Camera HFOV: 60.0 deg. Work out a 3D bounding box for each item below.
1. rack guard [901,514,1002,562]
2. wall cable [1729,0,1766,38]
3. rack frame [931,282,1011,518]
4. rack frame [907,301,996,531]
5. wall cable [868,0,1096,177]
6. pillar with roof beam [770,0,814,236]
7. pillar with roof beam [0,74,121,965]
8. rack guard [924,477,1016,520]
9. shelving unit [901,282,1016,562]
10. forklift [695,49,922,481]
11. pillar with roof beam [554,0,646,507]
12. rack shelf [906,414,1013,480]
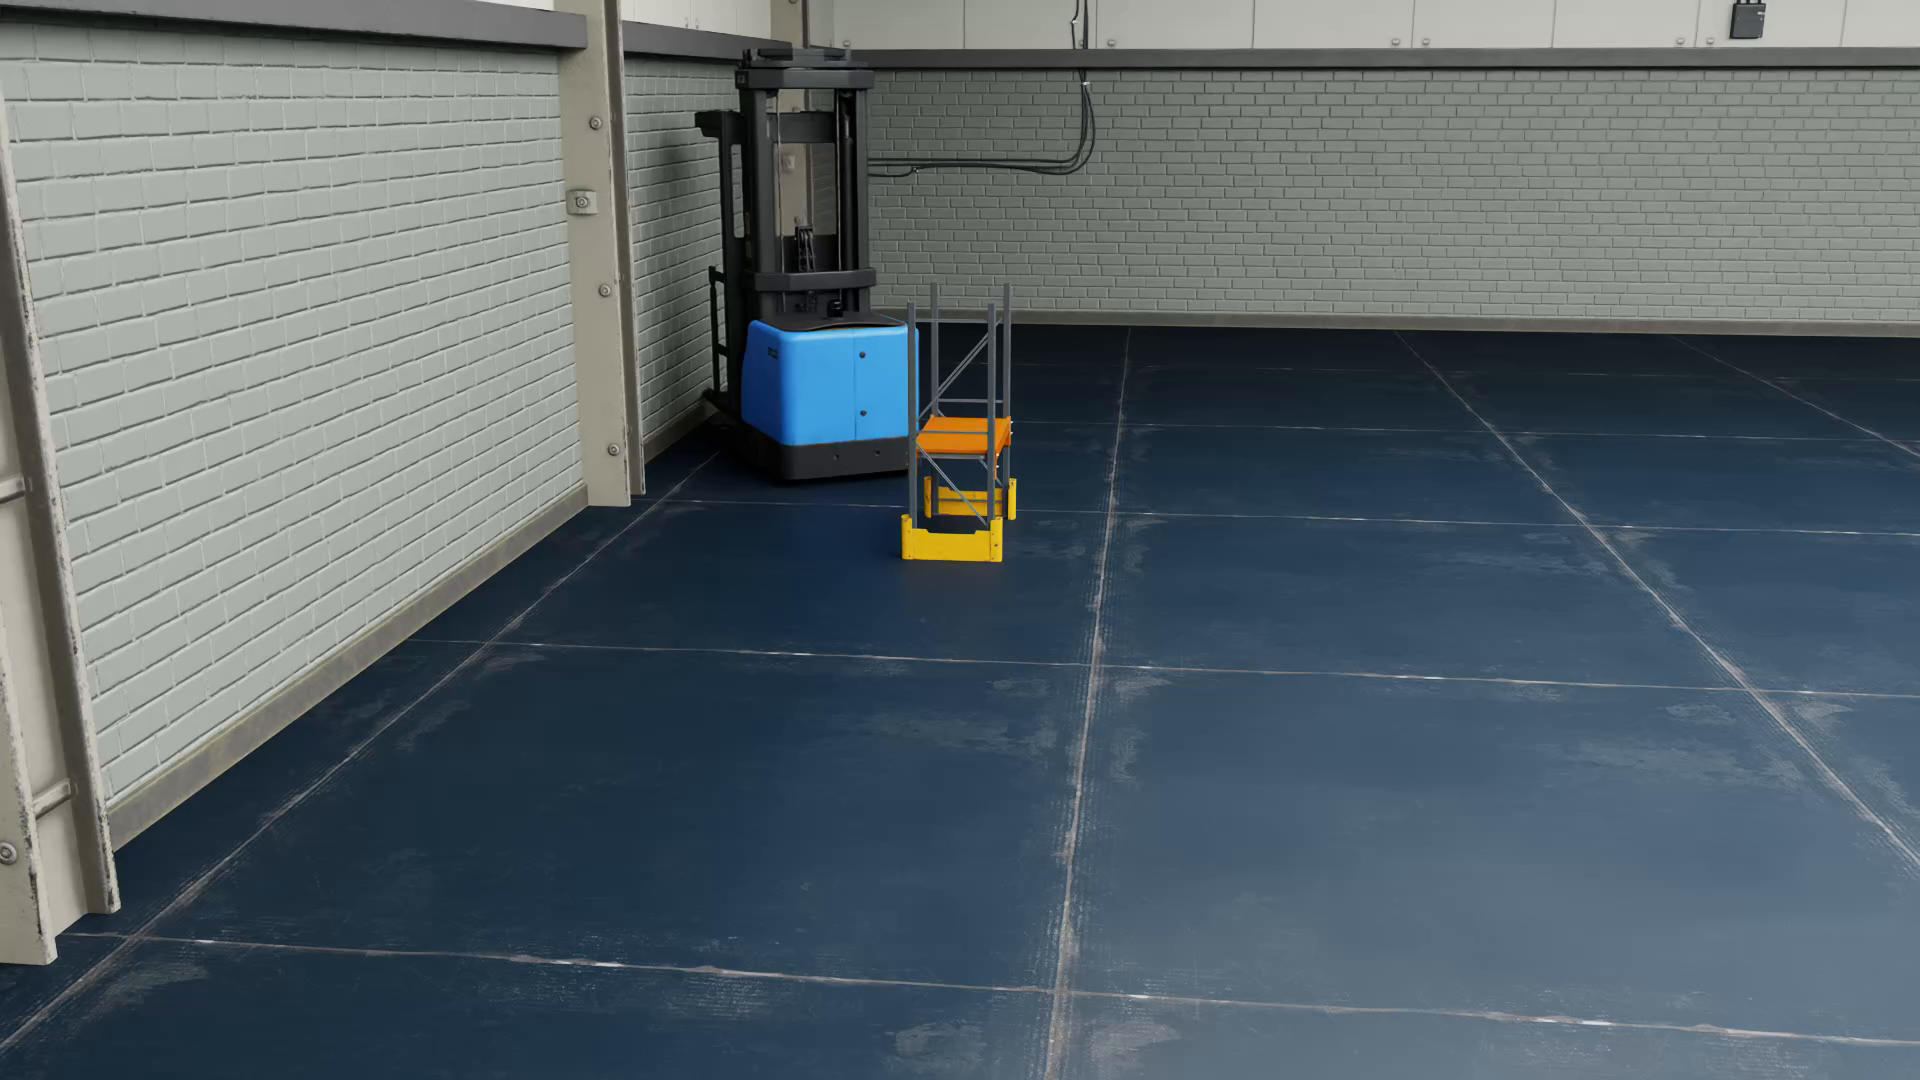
[{"bbox_3d":[-0.048,-0.011,9.725,0.587,0.250,0.087,2,15,6],"label":"rack guard"},{"bbox_3d":[9.433,-8.260,16.954,2.305,6.003,0.169,2,15,6],"label":"wall cable"},{"bbox_3d":[0.067,-0.878,10.536,0.500,1.500,0.032,2,15,6],"label":"rack frame"},{"bbox_3d":[-0.048,-0.614,9.561,0.500,1.500,0.032,2,15,6],"label":"rack frame"},{"bbox_3d":[0.002,-5.403,18.853,3.097,2.526,0.112,2,15,6],"label":"wall cable"},{"bbox_3d":[2.633,-6.050,15.297,9.100,9.000,0.400,2,15,6],"label":"pillar with roof beam"},{"bbox_3d":[1.279,-2.938,3.787,9.100,9.000,0.400,2,15,6],"label":"pillar with roof beam"},{"bbox_3d":[0.065,-0.270,10.680,0.587,0.250,0.087,2,15,6],"label":"rack guard"},{"bbox_3d":[0.009,-0.744,10.039,0.587,1.500,1.083,2,15,6],"label":"shelving unit"},{"bbox_3d":[-1.321,-2.165,12.555,1.130,2.935,3.031,-6,16,-23],"label":"forklift"},{"bbox_3d":[1.956,-4.494,9.542,9.100,9.000,0.400,2,15,6],"label":"pillar with roof beam"},{"bbox_3d":[0.010,-0.572,10.095,0.538,0.185,1.000,2,15,6],"label":"rack shelf"}]
